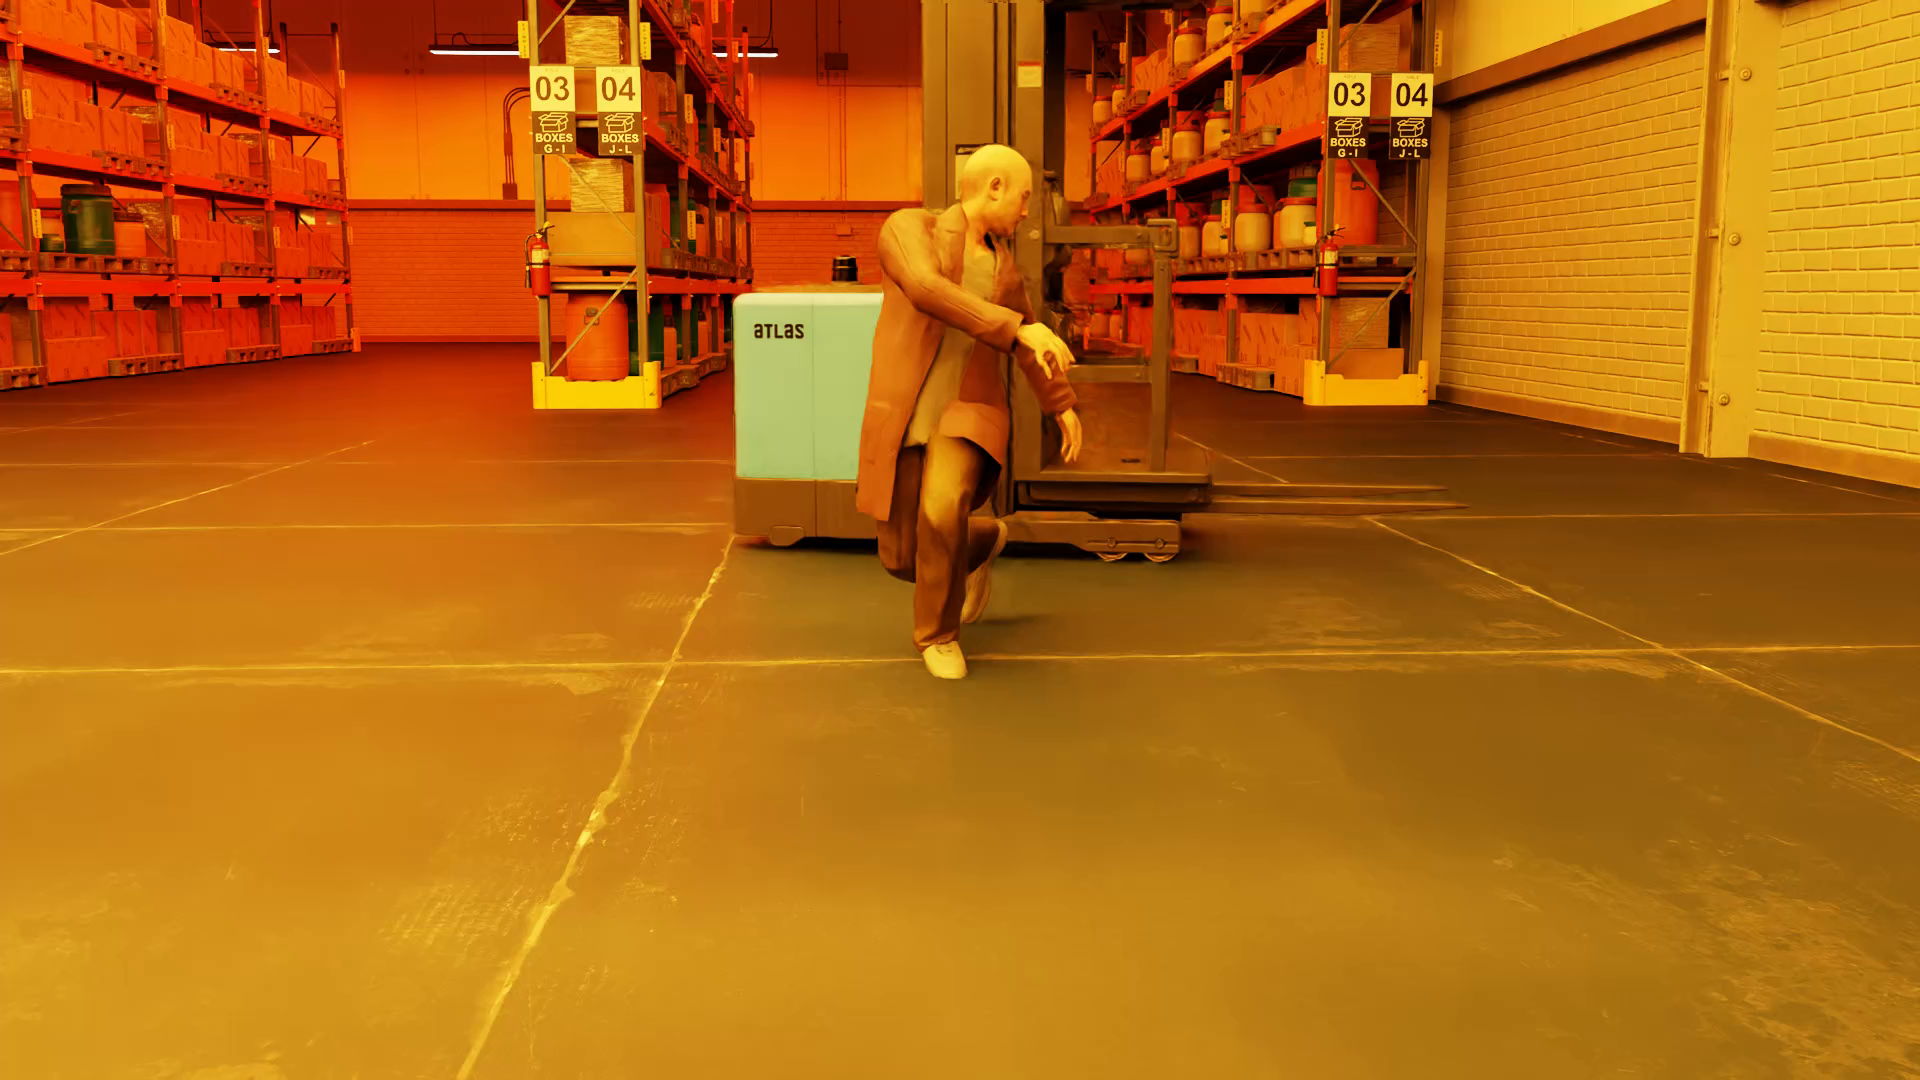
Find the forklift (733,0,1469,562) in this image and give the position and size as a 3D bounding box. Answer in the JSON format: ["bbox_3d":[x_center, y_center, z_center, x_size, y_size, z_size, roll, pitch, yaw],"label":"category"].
[{"bbox_3d":[0.601,-1.444,7.056,3.031,2.935,1.130,1,9,8],"label":"forklift"}]

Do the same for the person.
[{"bbox_3d":[0.035,-0.401,5.018,0.706,1.537,0.948,0,8,0],"label":"person"}]
